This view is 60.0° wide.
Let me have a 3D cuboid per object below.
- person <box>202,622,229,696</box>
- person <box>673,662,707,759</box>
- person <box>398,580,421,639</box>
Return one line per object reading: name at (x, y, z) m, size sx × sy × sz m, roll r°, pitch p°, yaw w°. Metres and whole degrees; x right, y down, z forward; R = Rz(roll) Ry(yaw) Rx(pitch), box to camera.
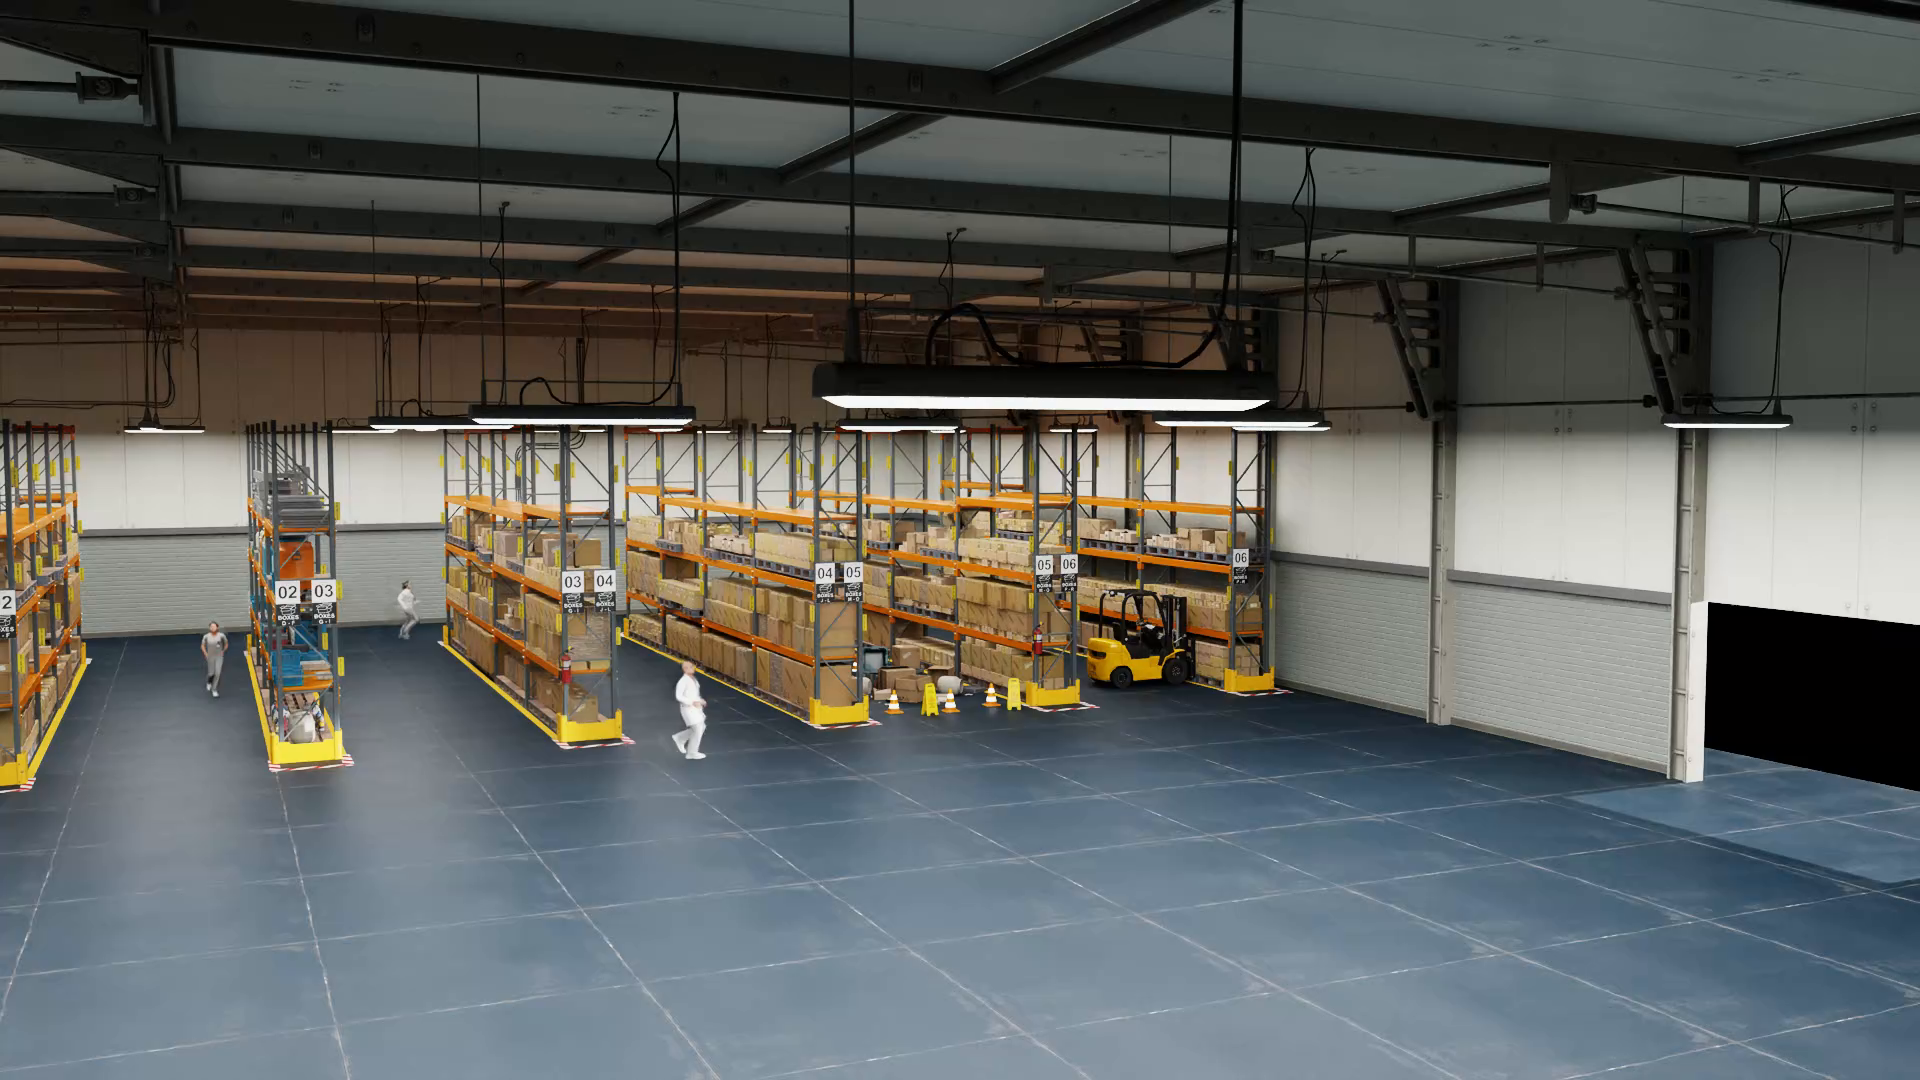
person at (-16.449, 2.720, 36.756) m, size 0.560 × 1.435 × 0.605 m, roll -2°, pitch 4°, yaw -24°
person at (-4.815, 3.012, 29.476) m, size 0.669 × 1.724 × 0.707 m, roll 1°, pitch 4°, yaw 12°
person at (-15.516, 1.948, 46.882) m, size 0.616 × 1.660 × 0.593 m, roll -1°, pitch 4°, yaw -12°
